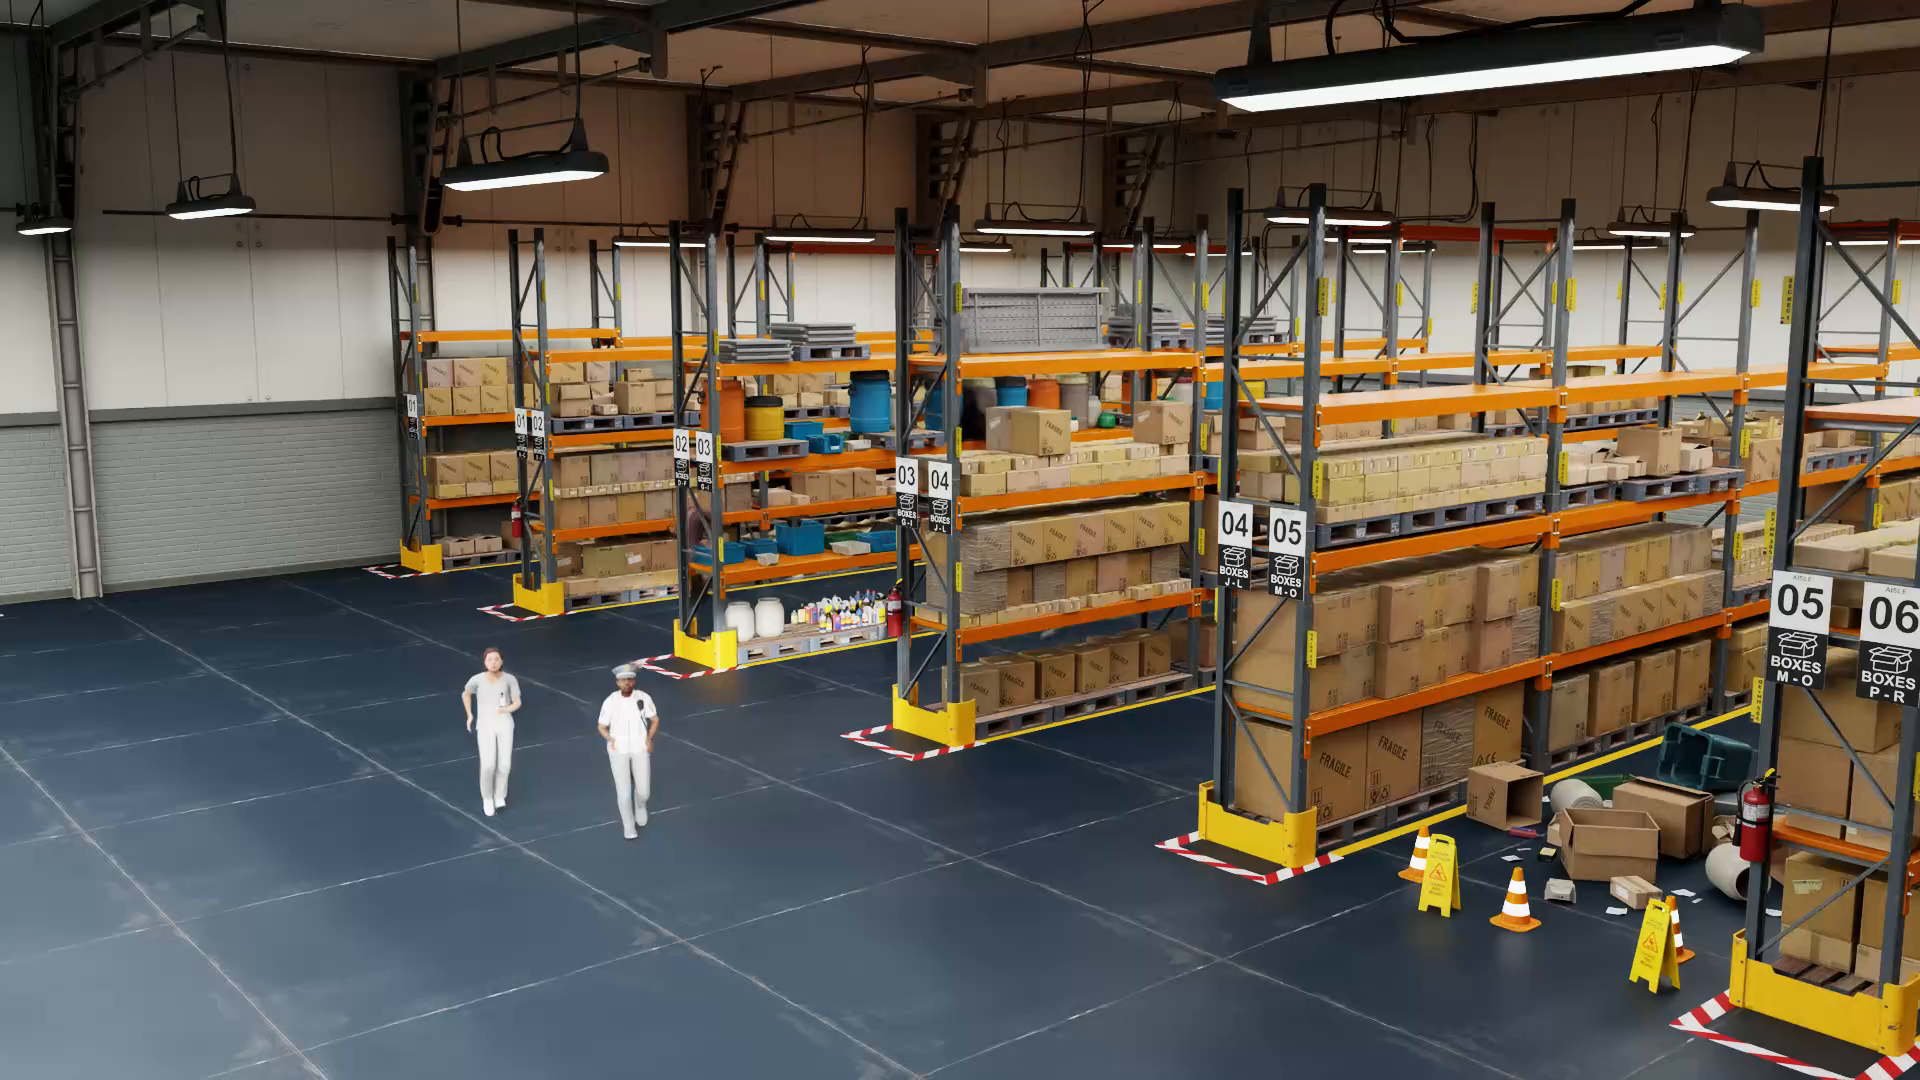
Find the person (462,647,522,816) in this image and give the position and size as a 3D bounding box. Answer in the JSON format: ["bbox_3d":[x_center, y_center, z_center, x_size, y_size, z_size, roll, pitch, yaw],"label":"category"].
[{"bbox_3d":[-4.542,1.864,16.210,0.537,1.659,0.670,-3,9,-20],"label":"person"}]

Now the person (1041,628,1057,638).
[{"bbox_3d":[1.170,0.531,23.096,0.596,1.731,0.501,7,11,39],"label":"person"}]

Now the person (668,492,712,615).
[{"bbox_3d":[-3.987,0.238,24.679,0.684,1.901,0.767,6,11,36],"label":"person"}]

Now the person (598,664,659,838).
[{"bbox_3d":[-3.092,1.972,15.564,0.571,1.653,0.572,-2,9,-14],"label":"person"}]
